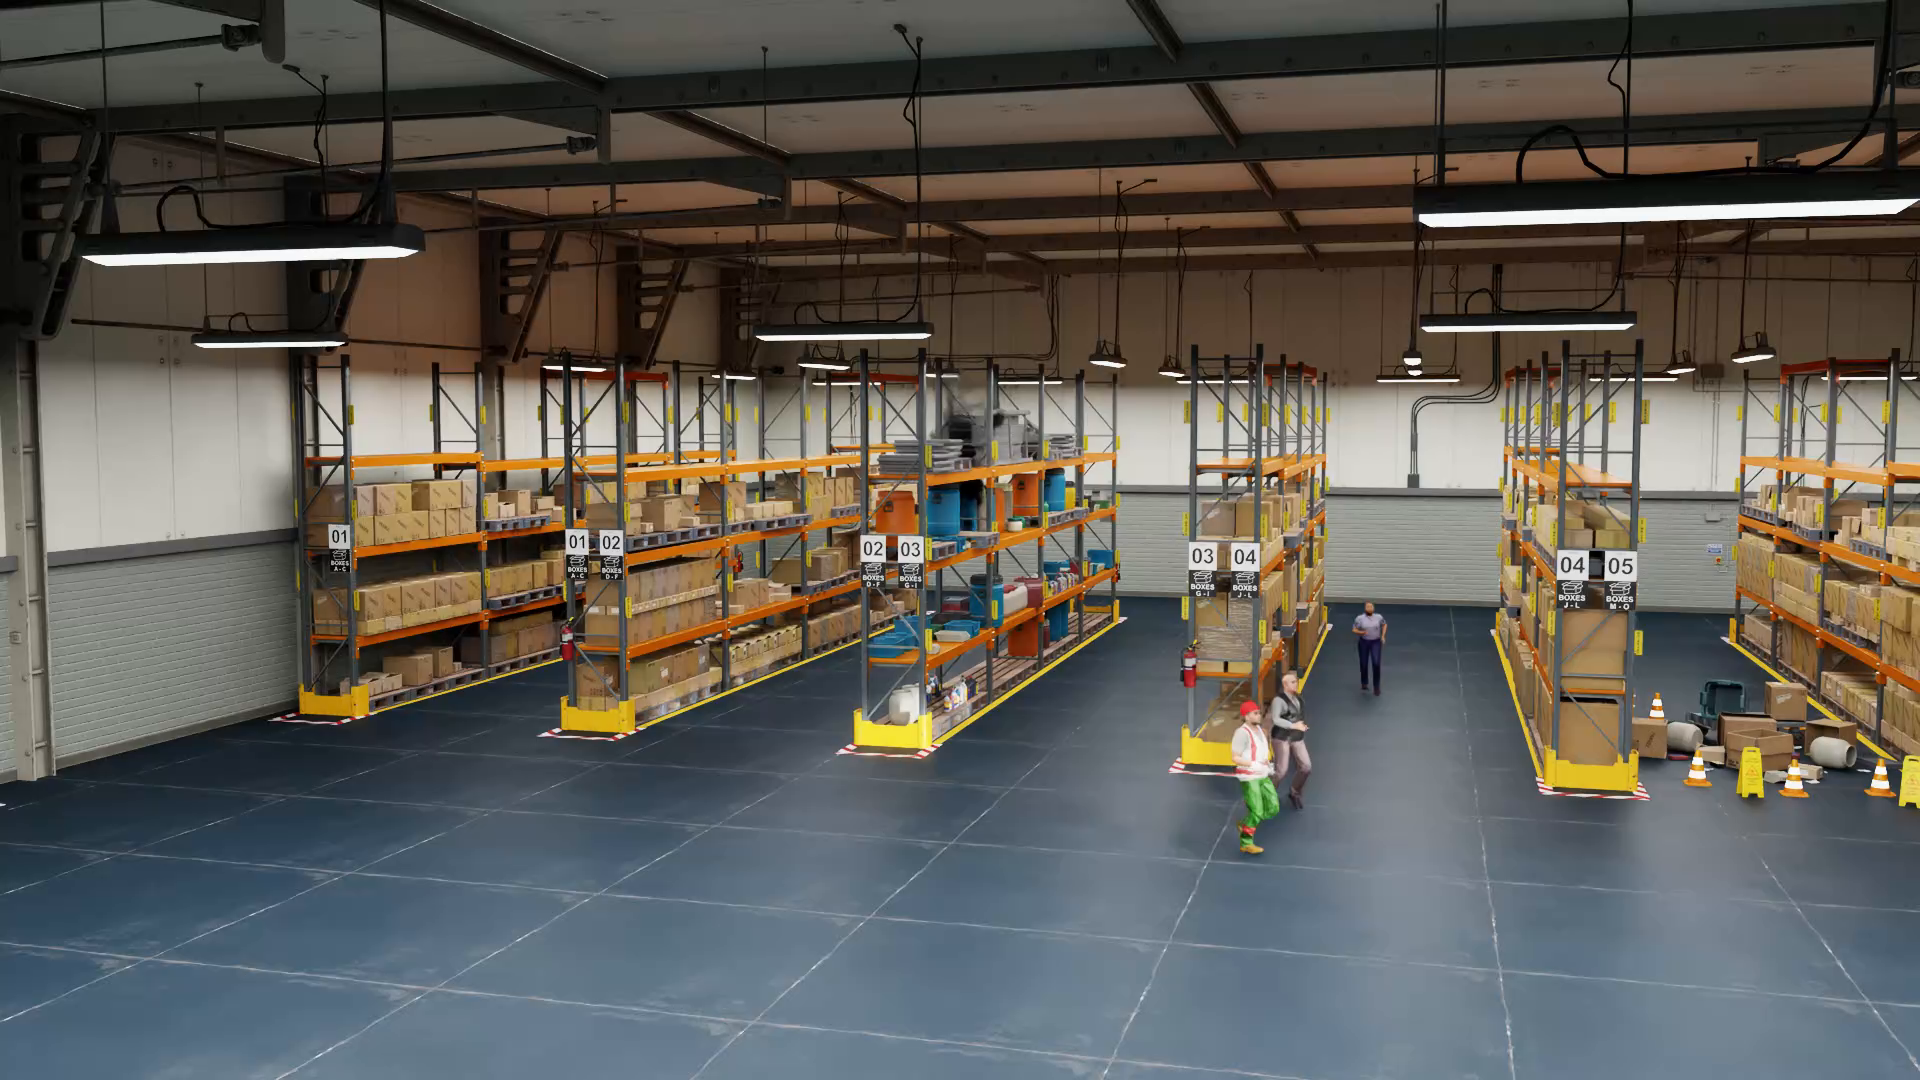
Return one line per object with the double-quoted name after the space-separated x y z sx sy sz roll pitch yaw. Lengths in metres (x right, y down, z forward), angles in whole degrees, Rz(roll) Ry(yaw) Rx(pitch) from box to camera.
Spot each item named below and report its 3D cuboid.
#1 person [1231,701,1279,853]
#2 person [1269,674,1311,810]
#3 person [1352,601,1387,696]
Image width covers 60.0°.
3.376 2.705 18.959 0.598 1.740 0.648 4 6 44 "person"
4.188 2.587 21.098 0.667 1.787 0.730 -3 5 -35 "person"
7.357 1.947 29.894 0.609 1.709 0.718 1 4 13 "person"
